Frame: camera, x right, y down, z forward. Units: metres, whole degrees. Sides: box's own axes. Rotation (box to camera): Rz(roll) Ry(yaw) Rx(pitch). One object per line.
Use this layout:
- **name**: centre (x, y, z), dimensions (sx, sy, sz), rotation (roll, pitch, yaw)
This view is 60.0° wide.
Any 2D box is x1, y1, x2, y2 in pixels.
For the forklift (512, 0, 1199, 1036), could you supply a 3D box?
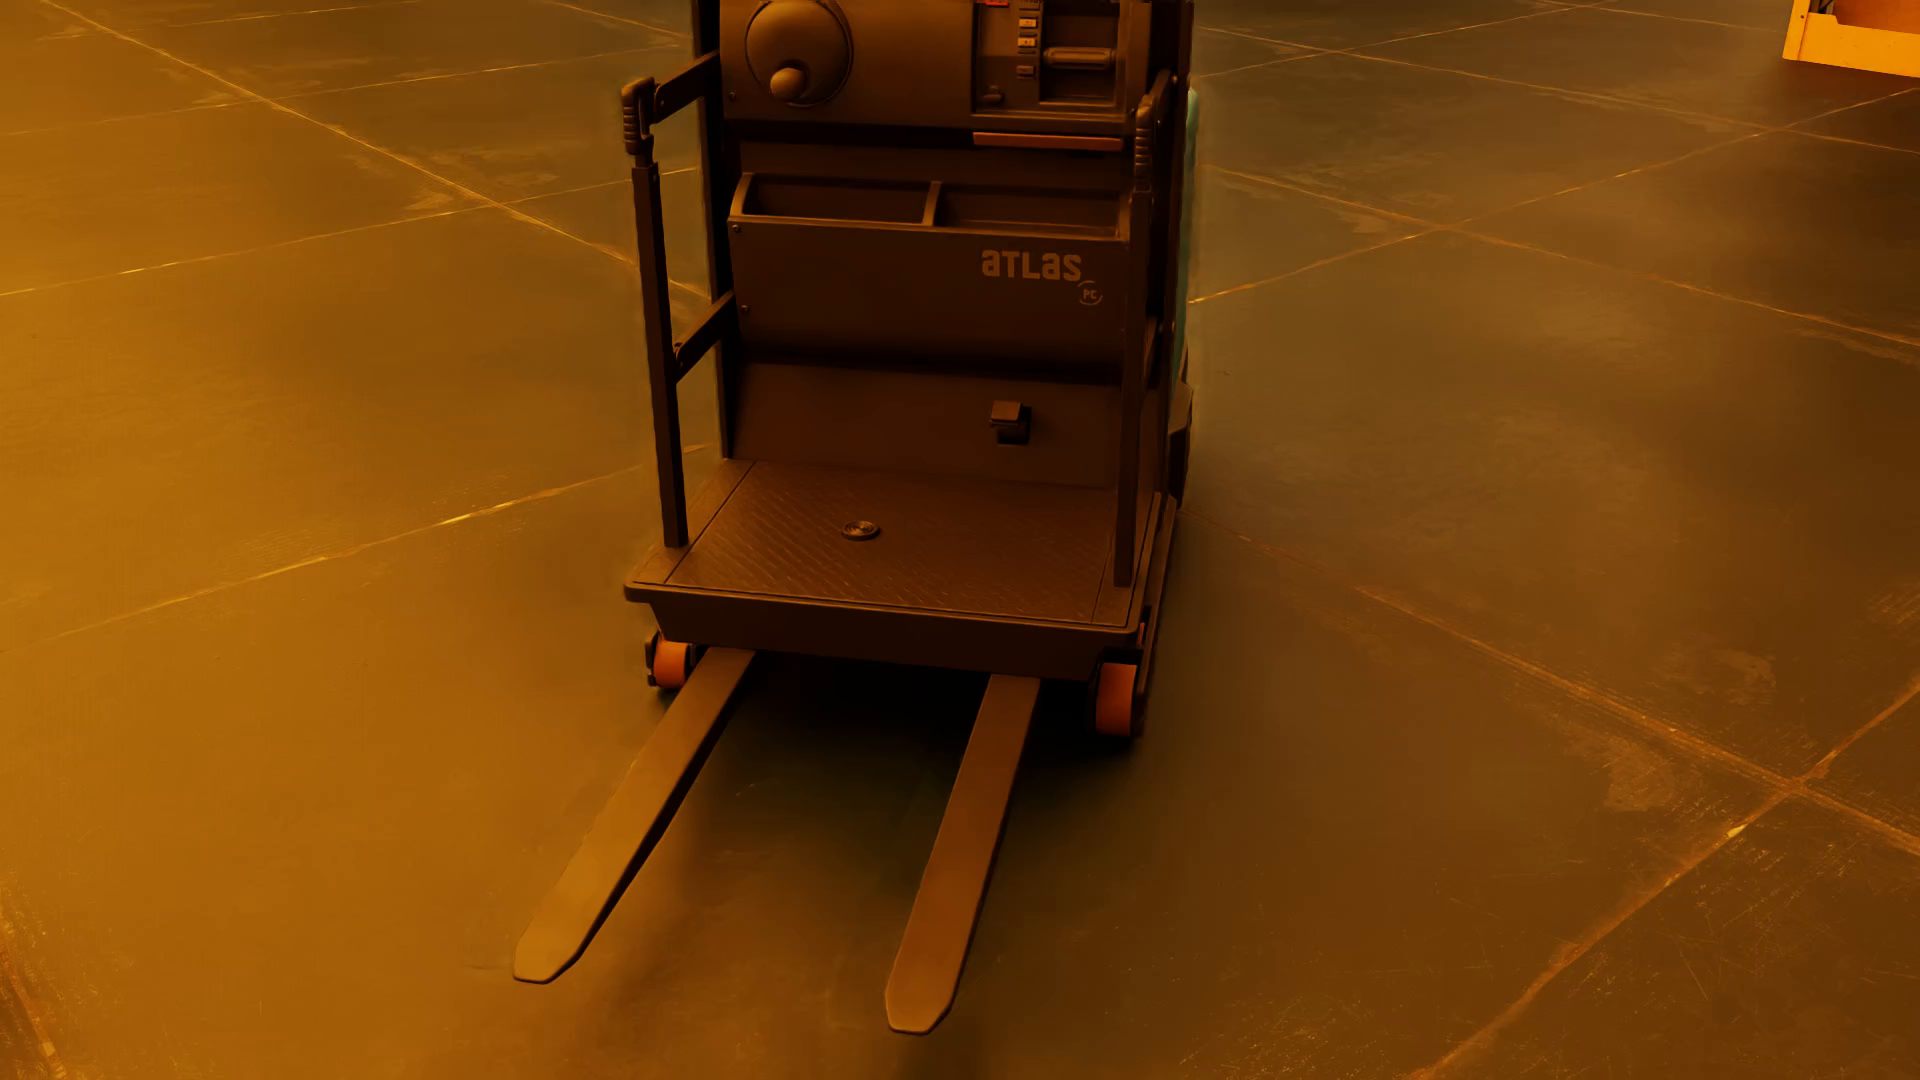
- **forklift**: centre (-0.093, -1.059, 3.337), dimensions (1.130, 2.935, 3.031), rotation (5, 27, 10)
